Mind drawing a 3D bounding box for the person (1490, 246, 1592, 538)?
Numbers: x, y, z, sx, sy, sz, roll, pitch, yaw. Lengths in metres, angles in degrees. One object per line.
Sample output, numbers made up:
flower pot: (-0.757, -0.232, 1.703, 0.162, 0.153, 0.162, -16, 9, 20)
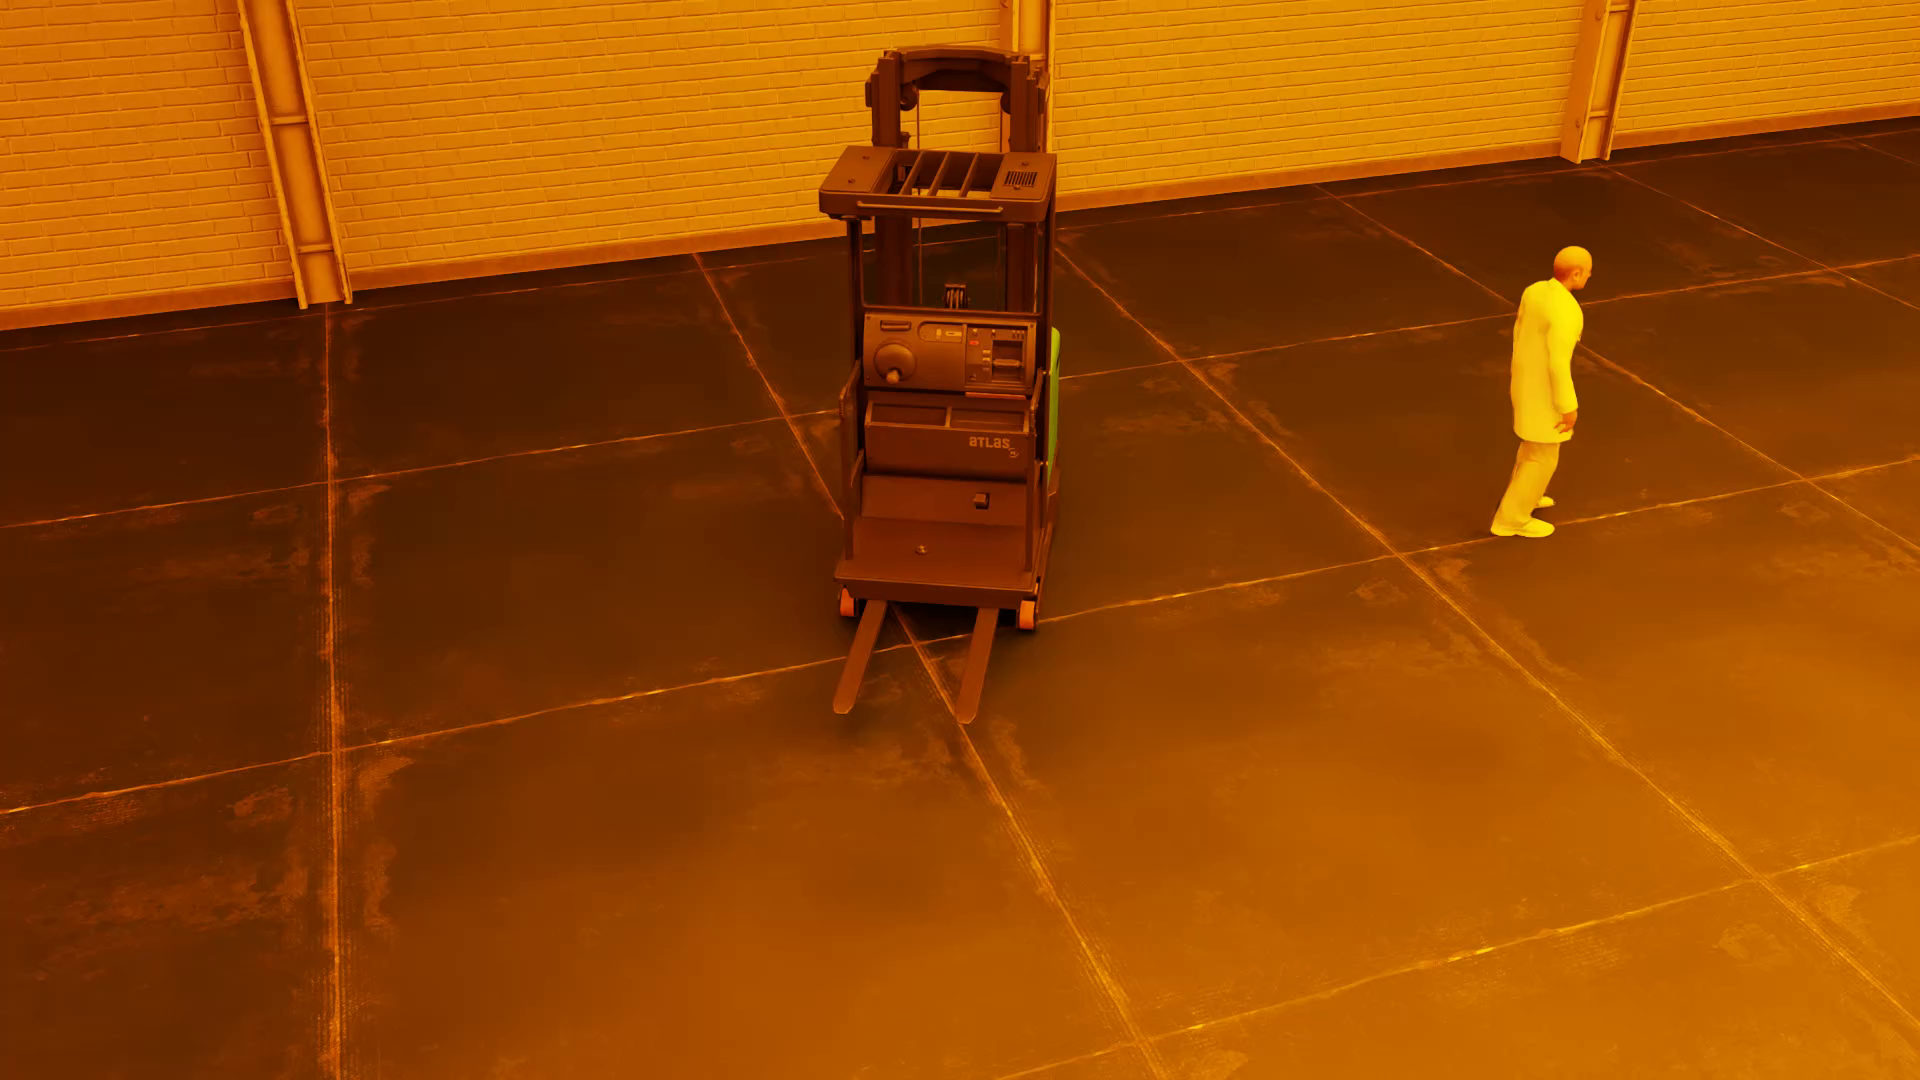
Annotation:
person: (3.480, -0.860, 9.777, 0.508, 1.795, 0.663, -1, 30, -2)

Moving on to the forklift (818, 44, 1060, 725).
forklift: (-0.083, -0.959, 8.754, 1.130, 2.935, 3.031, 4, 30, 7)
